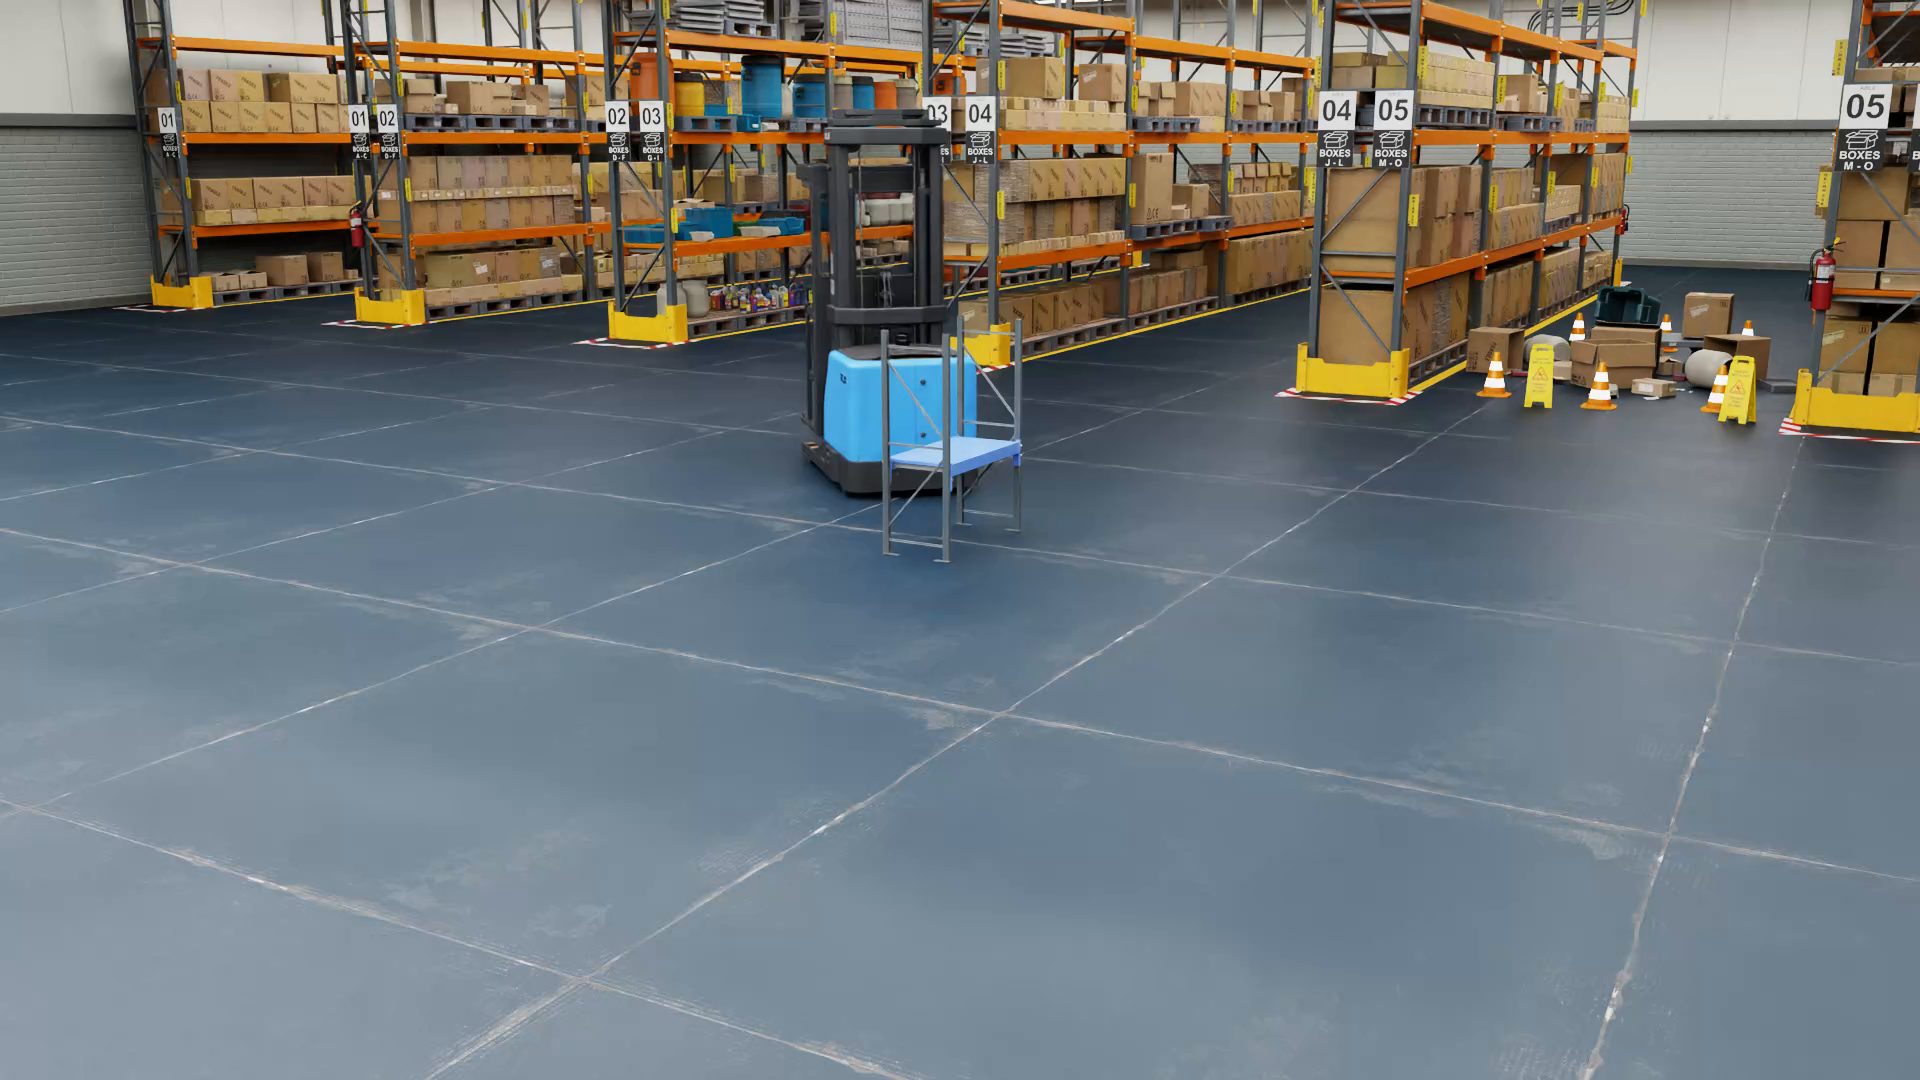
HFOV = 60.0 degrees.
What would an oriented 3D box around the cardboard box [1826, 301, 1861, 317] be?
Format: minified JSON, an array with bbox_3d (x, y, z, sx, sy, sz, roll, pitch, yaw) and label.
[{"bbox_3d":[8.964,-2.370,16.951,0.380,0.149,0.250,8,16,30],"label":"cardboard box"}]

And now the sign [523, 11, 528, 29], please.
[{"bbox_3d":[-8.650,-10.343,33.074,0.100,0.325,0.005,7,15,28],"label":"sign"}]

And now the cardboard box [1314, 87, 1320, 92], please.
[{"bbox_3d":[6.760,-8.662,31.740,0.500,0.250,0.500,7,15,26],"label":"cardboard box"}]

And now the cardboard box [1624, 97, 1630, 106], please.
[{"bbox_3d":[12.135,-8.089,30.689,0.380,0.149,0.250,7,15,28],"label":"cardboard box"}]

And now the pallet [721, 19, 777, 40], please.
[{"bbox_3d":[-3.354,-7.257,23.691,1.003,0.211,1.213,7,15,28],"label":"pallet"}]

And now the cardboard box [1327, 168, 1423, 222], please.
[{"bbox_3d":[4.517,-3.756,18.087,0.875,0.550,0.550,7,15,28],"label":"cardboard box"}]

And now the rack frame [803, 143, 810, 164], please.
[{"bbox_3d":[-2.858,-7.254,35.221,1.000,3.000,0.127,7,15,28],"label":"rack frame"}]

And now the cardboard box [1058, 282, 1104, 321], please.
[{"bbox_3d":[1.716,-3.401,23.677,0.500,0.500,0.500,7,15,26],"label":"cardboard box"}]

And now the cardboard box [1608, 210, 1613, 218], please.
[{"bbox_3d":[11.764,-5.993,30.526,0.380,0.149,0.250,8,16,30],"label":"cardboard box"}]

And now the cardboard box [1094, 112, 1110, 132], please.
[{"bbox_3d":[1.691,-5.646,22.470,0.500,0.250,0.500,8,16,29],"label":"cardboard box"}]

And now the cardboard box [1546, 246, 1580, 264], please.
[{"bbox_3d":[9.966,-4.720,27.549,0.500,0.250,0.500,7,15,27],"label":"cardboard box"}]

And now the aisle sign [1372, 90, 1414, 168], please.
[{"bbox_3d":[4.532,-4.301,17.428,0.394,0.787,0.004,7,15,28],"label":"aisle sign"}]

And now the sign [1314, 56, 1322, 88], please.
[{"bbox_3d":[3.836,-5.000,17.754,0.100,0.325,0.005,7,15,28],"label":"sign"}]

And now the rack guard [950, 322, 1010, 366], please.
[{"bbox_3d":[0.048,-2.469,20.708,1.175,0.500,0.348,7,15,28],"label":"rack guard"}]

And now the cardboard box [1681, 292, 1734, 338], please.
[{"bbox_3d":[9.047,-2.715,20.113,0.500,0.500,0.500,7,15,28],"label":"cardboard box"}]

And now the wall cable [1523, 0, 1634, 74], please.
[{"bbox_3d":[13.496,-12.201,36.079,2.277,5.999,0.120,7,15,28],"label":"wall cable"}]

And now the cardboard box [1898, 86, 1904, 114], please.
[{"bbox_3d":[8.954,-4.313,16.308,0.500,0.250,0.500,7,15,27],"label":"cardboard box"}]

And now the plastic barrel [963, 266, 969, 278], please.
[{"bbox_3d":[-0.041,-5.094,30.676,0.421,0.512,0.421,0,14,0],"label":"plastic barrel"}]

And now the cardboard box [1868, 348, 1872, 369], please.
[{"bbox_3d":[9.850,-2.033,18.536,0.500,0.250,0.500,8,16,31],"label":"cardboard box"}]

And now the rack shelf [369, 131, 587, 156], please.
[{"bbox_3d":[-7.692,-6.311,26.444,1.077,0.370,4.000,7,15,28],"label":"rack shelf"}]

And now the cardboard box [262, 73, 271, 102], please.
[{"bbox_3d":[-12.256,-7.787,28.644,0.500,0.500,0.500,7,15,28],"label":"cardboard box"}]

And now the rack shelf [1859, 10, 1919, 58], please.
[{"bbox_3d":[11.586,-6.149,20.228,1.077,0.370,4.000,7,15,28],"label":"rack shelf"}]

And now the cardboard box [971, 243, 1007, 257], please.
[{"bbox_3d":[0.357,-3.578,20.511,0.380,0.149,0.250,7,15,28],"label":"cardboard box"}]

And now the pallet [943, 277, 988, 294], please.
[{"bbox_3d":[-0.113,-4.682,30.504,1.003,0.211,1.213,7,15,28],"label":"pallet"}]

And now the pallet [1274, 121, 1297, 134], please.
[{"bbox_3d":[5.412,-7.302,29.430,0.805,0.209,1.217,7,15,26],"label":"pallet"}]

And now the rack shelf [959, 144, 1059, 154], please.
[{"bbox_3d":[0.509,-7.390,30.921,1.077,0.370,4.000,7,15,28],"label":"rack shelf"}]

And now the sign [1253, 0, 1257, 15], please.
[{"bbox_3d":[5.338,-9.646,30.013,0.100,0.325,0.005,7,15,28],"label":"sign"}]

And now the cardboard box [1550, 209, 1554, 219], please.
[{"bbox_3d":[8.953,-5.044,25.696,0.380,0.149,0.250,8,16,31],"label":"cardboard box"}]

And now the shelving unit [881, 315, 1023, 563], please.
[{"bbox_3d":[-0.041,-0.712,11.285,0.538,1.500,1.048,7,15,28],"label":"shelving unit"}]

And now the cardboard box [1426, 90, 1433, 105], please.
[{"bbox_3d":[4.873,-4.761,17.909,0.380,0.149,0.250,8,15,29],"label":"cardboard box"}]

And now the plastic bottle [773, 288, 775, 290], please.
[{"bbox_3d":[-2.801,-3.680,25.254,0.061,0.283,0.133,7,15,28],"label":"plastic bottle"}]

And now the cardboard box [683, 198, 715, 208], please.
[{"bbox_3d":[-5.006,-6.320,31.539,0.500,0.311,0.500,9,16,32],"label":"cardboard box"}]

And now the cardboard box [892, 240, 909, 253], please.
[{"bbox_3d":[-1.457,-6.621,37.523,0.500,0.250,0.500,7,15,28],"label":"cardboard box"}]

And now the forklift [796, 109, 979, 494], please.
[{"bbox_3d":[-0.741,-2.083,13.921,1.130,2.935,3.031,-4,14,-15],"label":"forklift"}]

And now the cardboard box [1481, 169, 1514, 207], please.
[{"bbox_3d":[7.209,-4.857,22.932,0.700,0.500,0.500,7,15,27],"label":"cardboard box"}]

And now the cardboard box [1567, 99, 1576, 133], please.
[{"bbox_3d":[9.153,-6.528,25.596,0.500,0.500,0.500,7,15,28],"label":"cardboard box"}]

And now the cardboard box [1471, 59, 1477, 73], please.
[{"bbox_3d":[5.851,-5.564,19.537,0.380,0.149,0.250,7,15,28],"label":"cardboard box"}]

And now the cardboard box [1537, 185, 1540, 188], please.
[{"bbox_3d":[9.512,-5.890,27.937,0.380,0.149,0.250,8,16,31],"label":"cardboard box"}]

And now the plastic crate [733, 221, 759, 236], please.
[{"bbox_3d":[-3.295,-4.701,25.085,0.450,0.188,0.662,7,15,28],"label":"plastic crate"}]

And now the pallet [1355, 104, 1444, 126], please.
[{"bbox_3d":[4.653,-4.654,18.229,1.003,0.211,1.213,7,15,28],"label":"pallet"}]

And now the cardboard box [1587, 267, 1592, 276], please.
[{"bbox_3d":[10.977,-4.774,29.487,0.380,0.149,0.250,8,16,31],"label":"cardboard box"}]

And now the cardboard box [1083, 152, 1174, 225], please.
[{"bbox_3d":[2.451,-5.132,24.246,1.000,1.000,1.000,7,15,28],"label":"cardboard box"}]

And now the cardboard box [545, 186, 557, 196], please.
[{"bbox_3d":[-6.915,-5.792,27.560,0.380,0.149,0.250,7,15,26],"label":"cardboard box"}]

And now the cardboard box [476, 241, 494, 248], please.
[{"bbox_3d":[-9.783,-5.746,33.363,0.700,0.500,0.500,7,15,28],"label":"cardboard box"}]

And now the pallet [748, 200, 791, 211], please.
[{"bbox_3d":[-3.856,-6.739,33.497,1.003,0.211,1.213,7,15,28],"label":"pallet"}]

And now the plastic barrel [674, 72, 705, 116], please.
[{"bbox_3d":[-3.885,-6.232,23.285,0.600,0.588,0.600,0,14,0],"label":"plastic barrel"}]

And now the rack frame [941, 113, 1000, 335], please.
[{"bbox_3d":[0.011,-3.669,20.351,1.000,3.000,0.127,7,15,28],"label":"rack frame"}]

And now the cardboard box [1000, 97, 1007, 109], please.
[{"bbox_3d":[0.346,-5.278,20.096,0.380,0.149,0.250,7,15,28],"label":"cardboard box"}]

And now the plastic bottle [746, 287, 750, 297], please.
[{"bbox_3d":[-3.274,-3.746,25.555,0.097,0.271,0.097,0,14,0],"label":"plastic bottle"}]

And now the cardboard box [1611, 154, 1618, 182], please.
[{"bbox_3d":[11.547,-6.714,30.002,0.500,0.500,0.500,8,16,31],"label":"cardboard box"}]

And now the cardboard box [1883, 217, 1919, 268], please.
[{"bbox_3d":[9.405,-2.911,16.362,0.500,0.500,0.500,8,16,30],"label":"cardboard box"}]

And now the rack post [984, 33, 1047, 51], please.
[{"bbox_3d":[1.042,-9.402,31.494,0.937,0.300,0.954,7,15,27],"label":"rack post"}]

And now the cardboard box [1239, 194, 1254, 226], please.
[{"bbox_3d":[4.599,-5.534,27.873,0.500,0.500,0.500,7,15,27],"label":"cardboard box"}]

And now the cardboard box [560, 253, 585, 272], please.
[{"bbox_3d":[-6.781,-4.868,29.100,0.500,0.311,0.500,7,15,28],"label":"cardboard box"}]

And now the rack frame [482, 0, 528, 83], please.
[{"bbox_3d":[-9.130,-9.910,33.439,1.000,3.000,0.127,7,15,28],"label":"rack frame"}]

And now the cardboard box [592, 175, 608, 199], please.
[{"bbox_3d":[-7.924,-7.583,35.696,0.500,0.500,0.500,8,16,30],"label":"cardboard box"}]

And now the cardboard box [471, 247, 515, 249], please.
[{"bbox_3d":[-7.707,-4.580,27.500,0.500,0.500,0.500,7,15,28],"label":"cardboard box"}]
